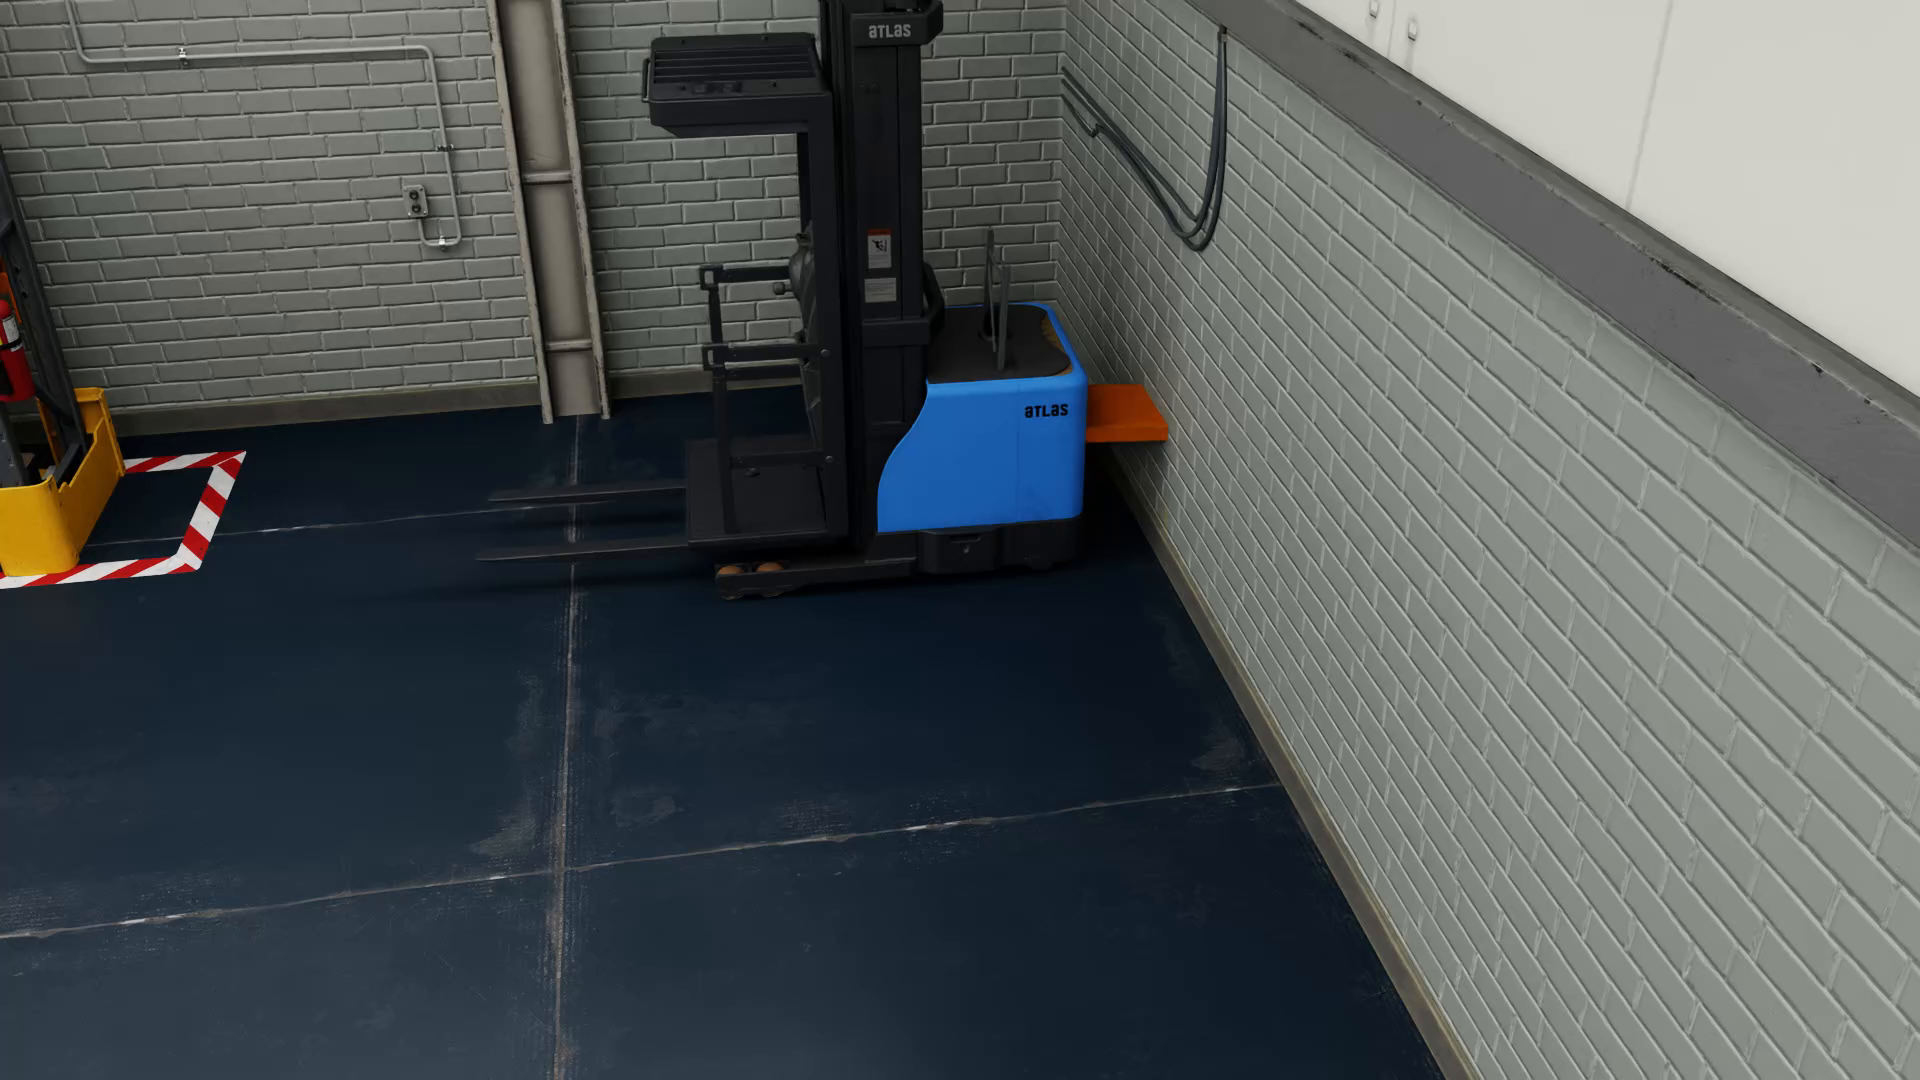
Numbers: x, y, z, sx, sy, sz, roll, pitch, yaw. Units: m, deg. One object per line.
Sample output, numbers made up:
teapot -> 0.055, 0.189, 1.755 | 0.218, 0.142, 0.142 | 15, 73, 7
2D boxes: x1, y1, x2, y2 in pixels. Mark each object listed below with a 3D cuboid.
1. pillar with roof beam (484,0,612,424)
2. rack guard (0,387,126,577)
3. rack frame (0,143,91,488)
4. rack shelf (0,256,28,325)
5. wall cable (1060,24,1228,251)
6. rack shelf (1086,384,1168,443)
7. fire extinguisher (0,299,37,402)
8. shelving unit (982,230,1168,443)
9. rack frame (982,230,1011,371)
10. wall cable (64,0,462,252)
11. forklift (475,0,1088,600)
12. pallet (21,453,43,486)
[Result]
pillar with roof beam -> -1.543, -2.521, 4.160 | 0.400, 9.000, 9.100 | -5, 31, -9
rack guard -> -4.795, -0.329, 8.816 | 0.348, 0.500, 1.175 | -5, 31, -9
rack frame -> -4.818, -1.404, 8.178 | 0.127, 3.000, 1.000 | -5, 31, -9
rack shelf -> -6.785, -0.911, 8.050 | 4.000, 0.370, 1.077 | -5, 31, -9
wall cable -> 0.810, -2.990, 8.020 | 0.112, 2.526, 3.097 | -5, 31, -9
rack shelf -> 0.645, -0.611, 8.485 | 1.000, 0.185, 0.538 | -2, 30, -9
fire extinguisher -> -4.587, -0.993, 7.924 | 0.183, 0.674, 0.296 | -5, 31, -9
shelving unit -> 0.662, -0.767, 8.397 | 1.083, 1.500, 0.587 | -2, 30, -9
rack frame -> 0.151, -0.749, 8.320 | 0.032, 1.500, 0.500 | -2, 30, -9
wall cable -> -3.729, -2.430, 8.922 | 1.851, 1.984, 0.084 | -5, 31, -9
forklift -> -0.928, -1.254, 7.991 | 3.031, 2.935, 1.130 | -4, 31, -7
pallet -> -5.591, -0.090, 8.695 | 1.213, 0.211, 1.003 | -5, 31, -9
